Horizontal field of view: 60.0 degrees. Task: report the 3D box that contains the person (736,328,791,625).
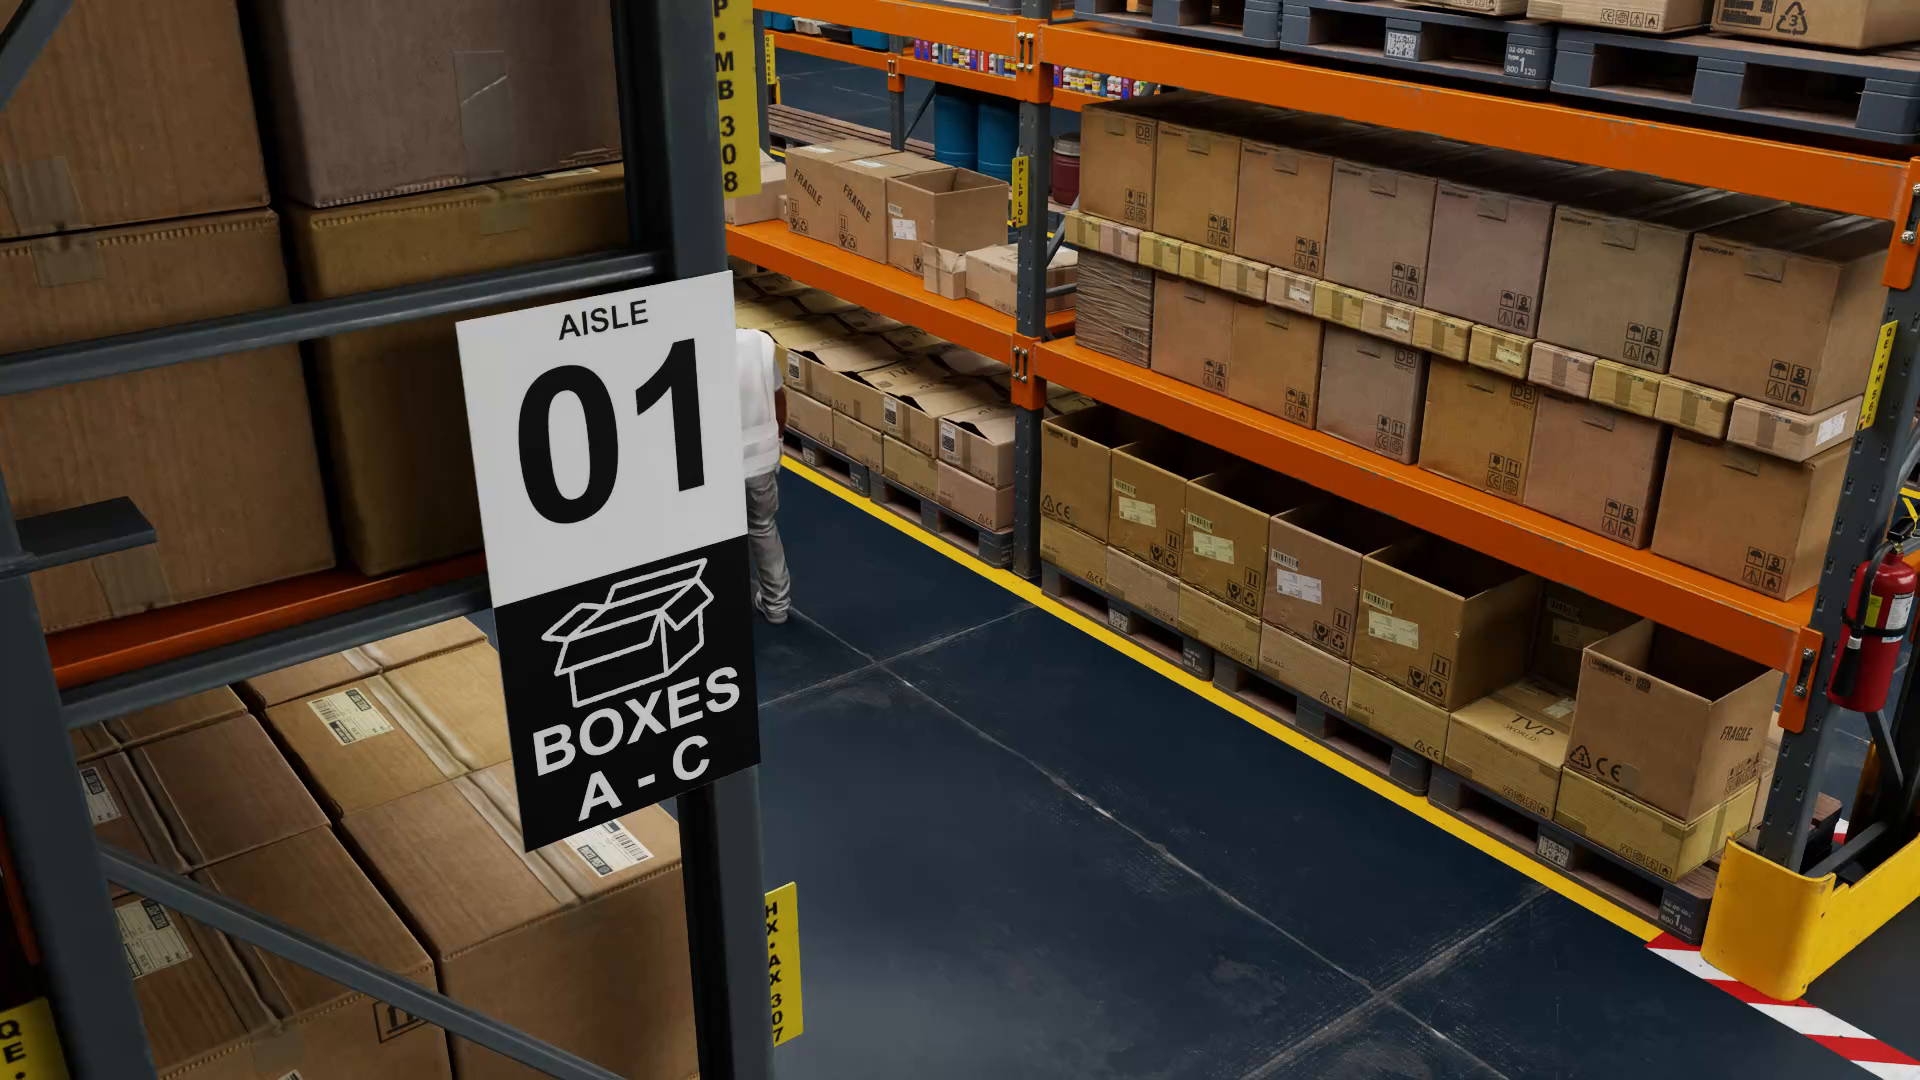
[{"bbox_3d":[-1.091,-0.384,7.877,0.629,1.773,0.453,-19,30,-35],"label":"person"}]
